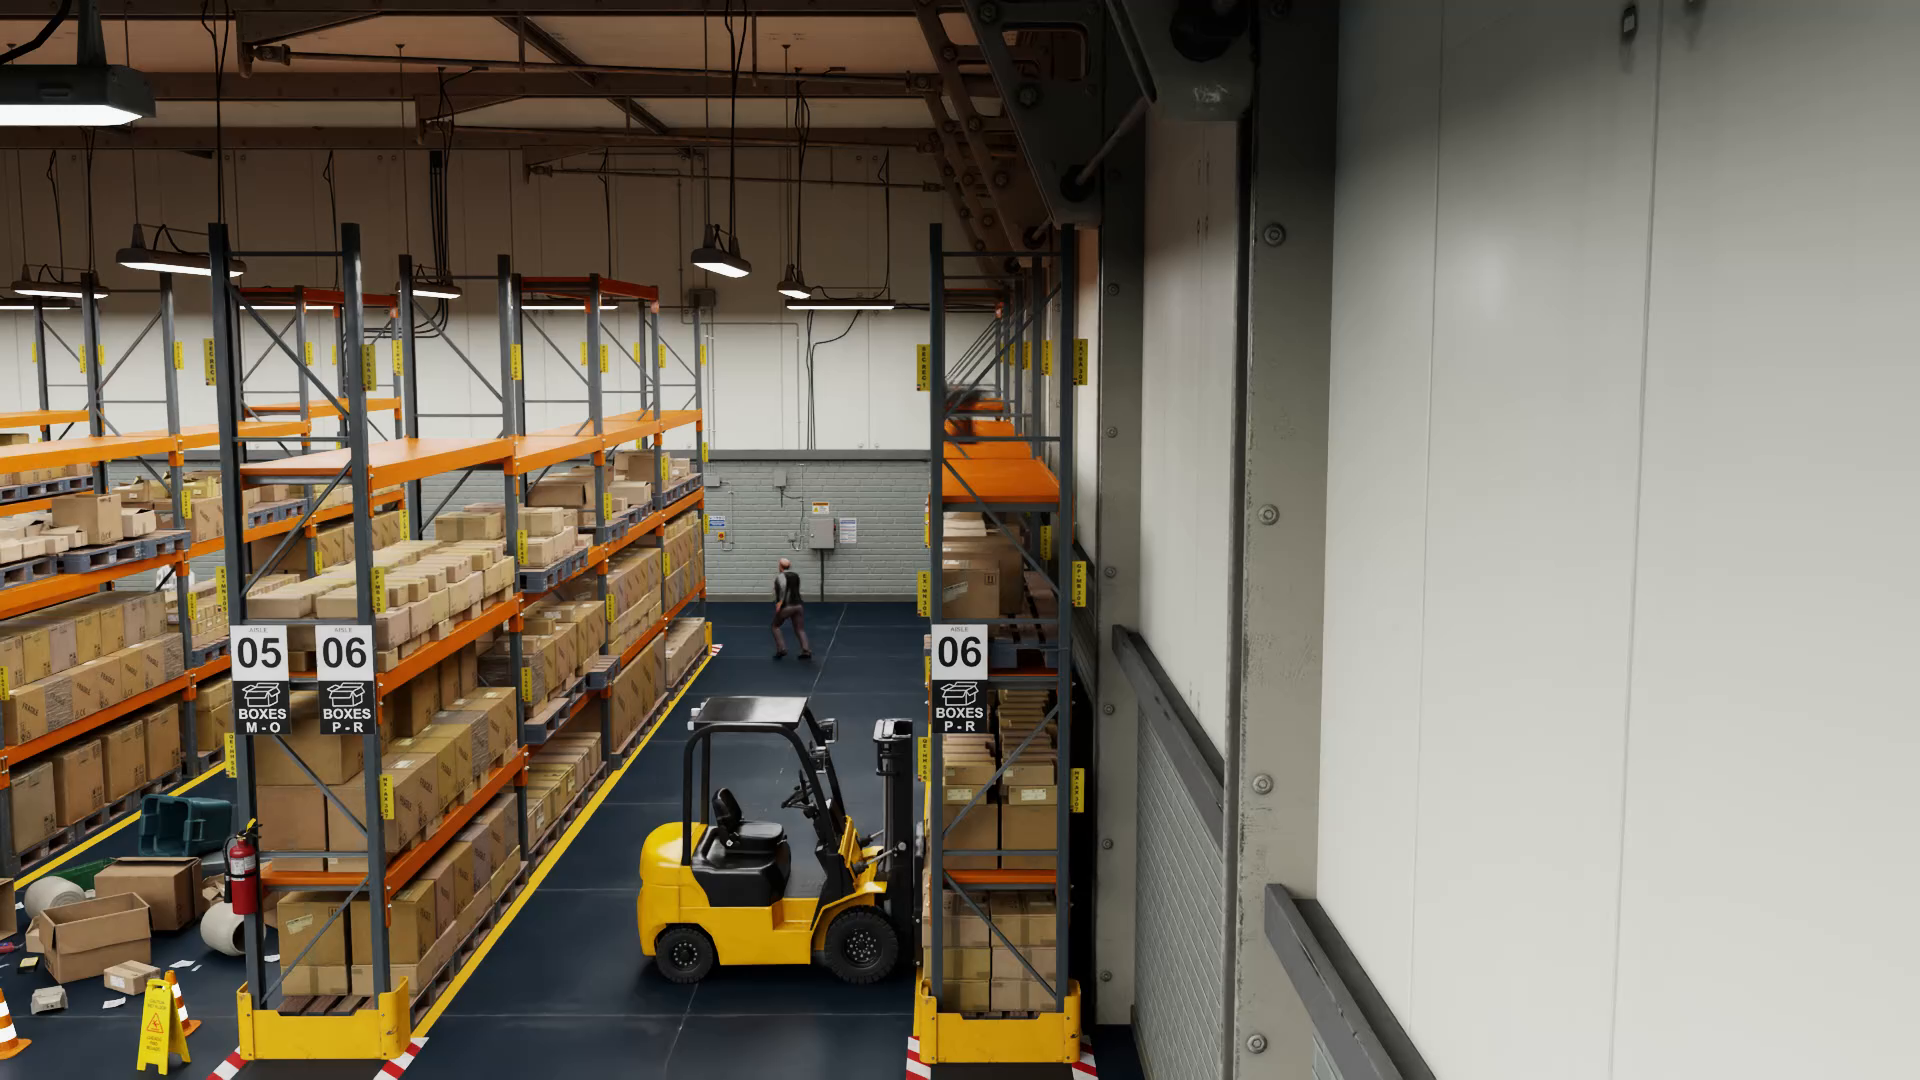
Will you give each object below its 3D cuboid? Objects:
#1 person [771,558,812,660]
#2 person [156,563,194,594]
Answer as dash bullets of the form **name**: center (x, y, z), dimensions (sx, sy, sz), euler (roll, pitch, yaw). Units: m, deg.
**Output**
- **person**: center (-2.809, 1.157, 27.327), dimensions (0.655, 1.684, 0.985), euler (-6, 9, -42)
- **person**: center (-13.550, 0.985, 28.739), dimensions (0.577, 1.683, 0.629), euler (-2, 7, -20)
